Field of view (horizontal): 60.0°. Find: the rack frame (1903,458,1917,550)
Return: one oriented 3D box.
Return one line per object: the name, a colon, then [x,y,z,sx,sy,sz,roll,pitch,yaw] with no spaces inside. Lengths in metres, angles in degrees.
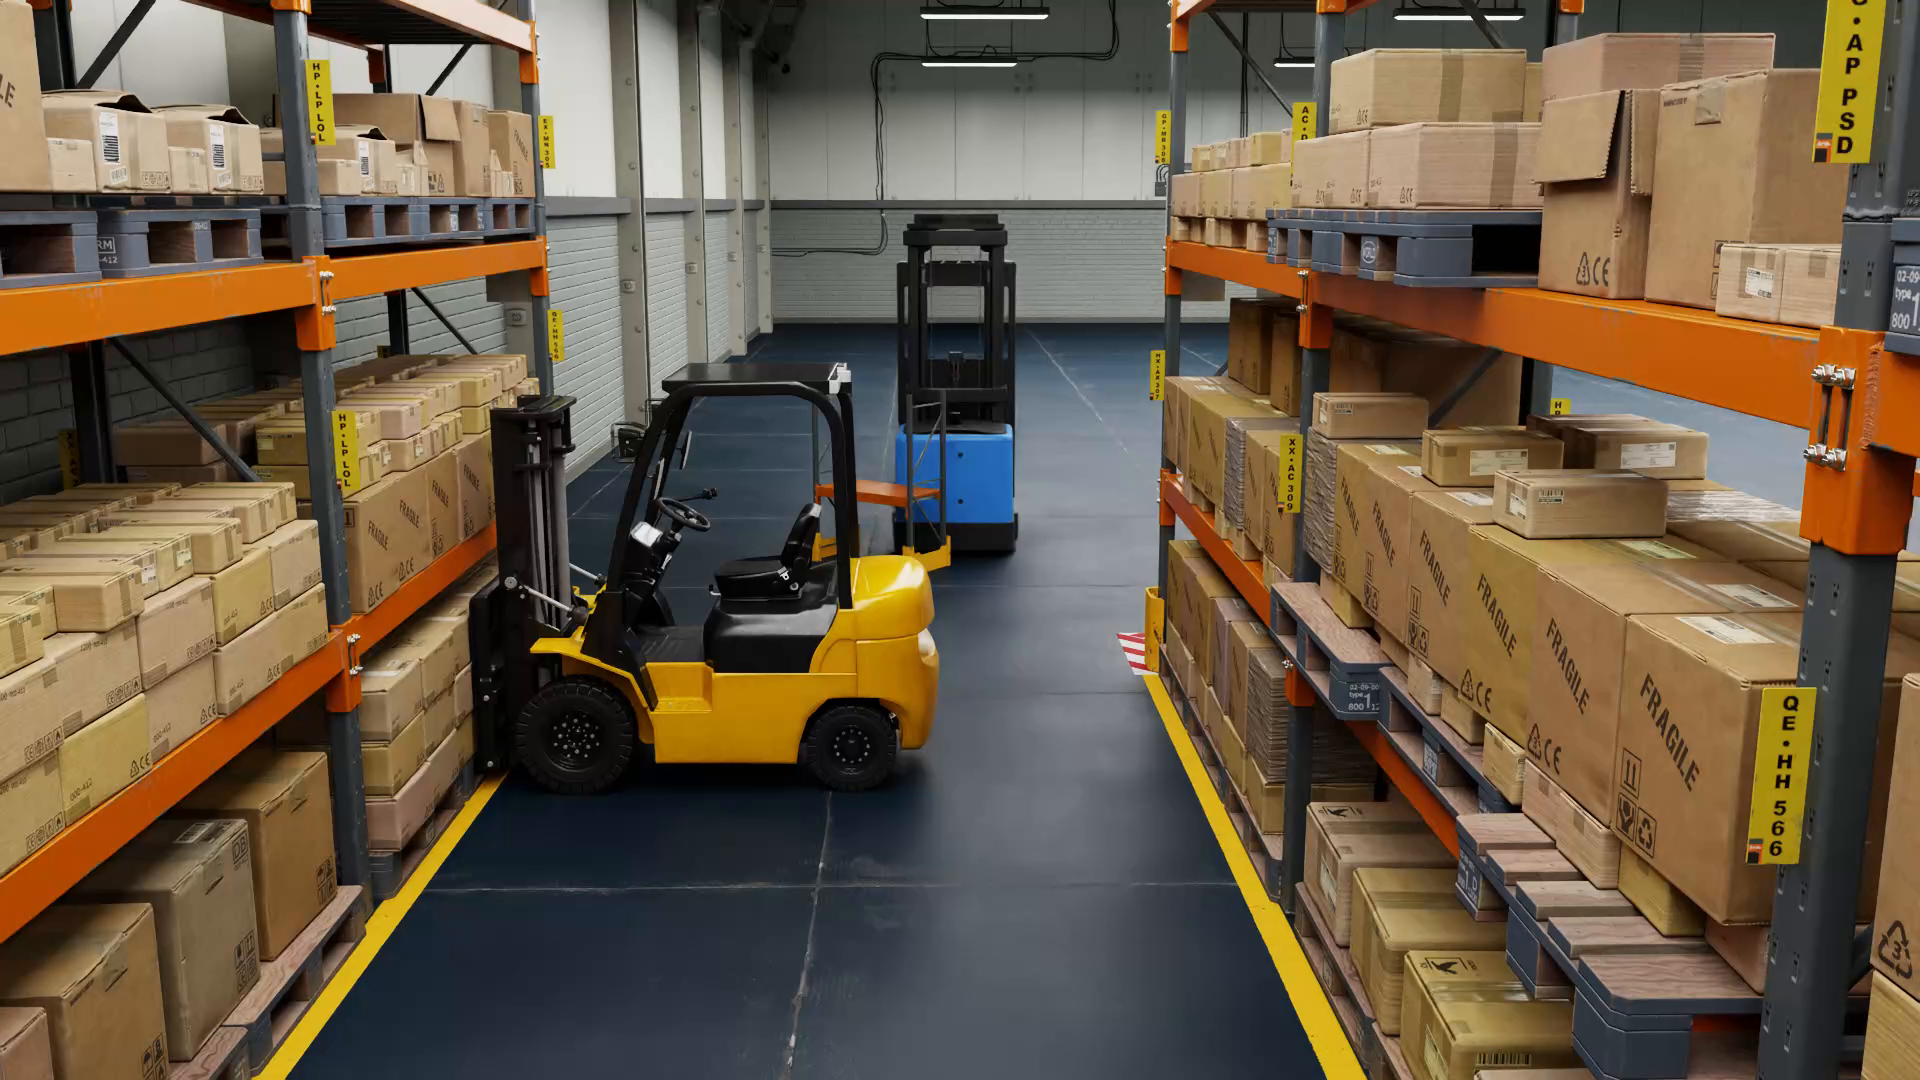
rack frame: [6.775,-0.688,11.098,1.000,3.000,0.127,0,11,-1]

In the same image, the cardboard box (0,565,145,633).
cardboard box: [-2.683,0.175,4.961,0.380,0.149,0.250,-1,11,-3]

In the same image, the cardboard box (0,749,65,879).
cardboard box: [-2.757,0.745,4.408,0.500,0.250,0.500,-1,11,-3]

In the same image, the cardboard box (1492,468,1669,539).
cardboard box: [1.678,-0.100,4.512,0.380,0.149,0.250,-1,11,-4]

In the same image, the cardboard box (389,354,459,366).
cardboard box: [-3.341,-1.072,10.357,0.380,0.149,0.250,0,11,-2]

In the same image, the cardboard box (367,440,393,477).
cardboard box: [-2.835,-0.366,7.627,0.380,0.149,0.250,0,11,-1]

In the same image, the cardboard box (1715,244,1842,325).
cardboard box: [1.764,-0.516,3.335,0.380,0.149,0.250,0,11,-1]

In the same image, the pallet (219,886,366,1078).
pallet: [-2.997,1.681,6.432,1.003,0.211,1.213,0,11,-1]

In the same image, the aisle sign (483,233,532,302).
aisle sign: [-2.842,-1.915,10.607,0.394,0.787,0.004,0,11,-1]

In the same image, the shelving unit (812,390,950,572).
shelving unit: [-0.682,-0.539,14.136,1.083,1.500,0.587,8,14,35]

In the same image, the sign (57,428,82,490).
sign: [-3.606,-0.292,6.769,0.100,0.325,0.005,0,11,-1]

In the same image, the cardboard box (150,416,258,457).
cardboard box: [-3.324,-0.457,7.325,0.380,0.149,0.250,-1,11,-3]

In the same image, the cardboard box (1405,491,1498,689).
cardboard box: [1.663,0.141,4.955,0.500,0.500,0.500,-1,11,-3]

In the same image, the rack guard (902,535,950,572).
rack guard: [-0.279,0.131,13.974,0.087,0.250,0.587,8,14,35]

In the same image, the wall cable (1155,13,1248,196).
wall cable: [6.112,-11.682,41.645,2.305,6.003,0.169,0,11,-1]

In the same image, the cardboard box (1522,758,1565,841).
cardboard box: [1.627,0.643,4.114,0.380,0.149,0.250,-1,11,-4]

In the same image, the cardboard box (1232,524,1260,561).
cardboard box: [1.575,0.006,8.309,0.380,0.149,0.250,0,11,-2]

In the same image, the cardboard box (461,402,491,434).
cardboard box: [-2.796,-0.671,9.130,0.380,0.149,0.250,0,11,-1]

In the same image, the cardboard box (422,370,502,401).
cardboard box: [-2.800,-0.867,9.349,0.380,0.149,0.250,0,11,0]

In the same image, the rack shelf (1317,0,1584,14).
rack shelf: [1.952,-1.847,4.535,1.077,0.370,4.000,0,11,-1]

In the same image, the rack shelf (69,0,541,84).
rack shelf: [-3.093,-2.621,8.350,1.077,0.370,4.000,0,11,-1]

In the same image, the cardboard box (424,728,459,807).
cardboard box: [-2.756,1.112,8.085,0.500,0.250,0.500,0,11,-2]

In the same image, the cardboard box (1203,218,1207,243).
cardboard box: [1.606,-1.774,9.536,0.380,0.149,0.250,0,11,-2]

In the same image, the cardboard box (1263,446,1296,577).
cardboard box: [1.653,-0.135,7.371,0.500,0.500,0.500,-1,11,-3]

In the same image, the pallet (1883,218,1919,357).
pallet: [2.060,-0.307,2.151,1.213,0.211,1.003,0,11,1]

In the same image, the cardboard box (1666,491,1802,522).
cardboard box: [2.178,0.143,4.946,0.500,0.500,0.500,-1,11,-3]

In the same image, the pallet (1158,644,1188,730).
pallet: [1.811,0.895,10.305,1.003,0.211,1.213,0,11,-1]

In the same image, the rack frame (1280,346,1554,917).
rack frame: [1.911,0.147,6.980,1.000,3.000,0.127,0,11,-1]

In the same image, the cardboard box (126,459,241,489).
cardboard box: [-3.315,-0.261,7.111,0.380,0.149,0.250,0,11,-1]

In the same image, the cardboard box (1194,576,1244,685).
cardboard box: [1.587,0.496,9.233,0.500,0.500,0.500,0,11,0]

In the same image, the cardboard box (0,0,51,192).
cardboard box: [-2.761,-1.158,4.308,0.500,0.500,0.500,0,11,0]

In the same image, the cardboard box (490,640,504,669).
cardboard box: [-2.773,0.667,9.019,0.500,0.250,0.500,0,11,-1]

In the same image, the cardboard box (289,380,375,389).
cardboard box: [-3.337,-0.764,8.841,0.380,0.149,0.250,0,11,-1]

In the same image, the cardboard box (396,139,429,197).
cardboard box: [-2.778,-1.787,7.999,0.396,0.266,0.258,-1,11,-2]

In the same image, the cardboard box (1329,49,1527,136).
cardboard box: [1.543,-1.483,5.536,0.500,0.250,0.500,0,11,-2]

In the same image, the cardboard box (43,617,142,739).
cardboard box: [-2.771,0.398,4.865,0.500,0.250,0.500,0,11,0]

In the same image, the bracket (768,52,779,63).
bracket: [-4.277,-11.071,38.135,0.235,0.232,0.430,0,11,-1]

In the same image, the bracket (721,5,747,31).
bracket: [-4.100,-9.366,29.732,0.076,0.066,4.783,0,11,-1]

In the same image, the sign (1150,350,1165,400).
sign: [1.286,-1.070,10.802,0.100,0.325,0.005,0,11,-1]

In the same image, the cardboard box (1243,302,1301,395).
cardboard box: [2.060,-1.131,9.768,0.700,0.500,0.500,0,11,-1]

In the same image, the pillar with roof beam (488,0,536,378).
pillar with roof beam: [0.159,-4.635,15.464,9.100,9.000,0.400,0,11,-1]

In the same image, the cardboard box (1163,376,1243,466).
cardboard box: [1.561,-0.747,10.390,0.500,0.500,0.500,0,11,-2]

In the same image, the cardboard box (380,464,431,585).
cardboard box: [-2.827,-0.073,7.816,0.500,0.500,0.500,0,11,0]

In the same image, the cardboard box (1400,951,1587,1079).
cardboard box: [1.959,1.615,5.300,0.950,0.372,0.625,0,11,1]

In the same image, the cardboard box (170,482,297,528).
cardboard box: [-2.822,-0.132,6.471,0.380,0.149,0.250,0,11,1]

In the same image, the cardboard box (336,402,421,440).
cardboard box: [-2.774,-0.563,7.848,0.380,0.149,0.250,0,11,0]

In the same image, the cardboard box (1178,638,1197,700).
cardboard box: [1.572,0.757,9.834,0.500,0.250,0.500,0,11,1]

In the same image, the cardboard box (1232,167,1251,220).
cardboard box: [1.625,-1.684,8.089,0.500,0.250,0.500,0,11,-2]

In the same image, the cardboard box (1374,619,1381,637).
cardboard box: [1.685,0.281,5.894,0.380,0.149,0.250,1,11,2]

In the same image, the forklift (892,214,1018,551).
forklift: [-0.029,-1.580,15.664,1.130,2.935,3.031,0,11,1]

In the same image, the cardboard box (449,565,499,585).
cardboard box: [-2.776,0.317,9.488,0.500,0.250,0.500,0,11,0]

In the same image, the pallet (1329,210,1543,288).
pallet: [1.842,-0.901,5.077,1.213,0.211,1.003,0,11,-1]

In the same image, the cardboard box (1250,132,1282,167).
cardboard box: [1.552,-1.807,7.695,0.380,0.149,0.250,0,11,1]
